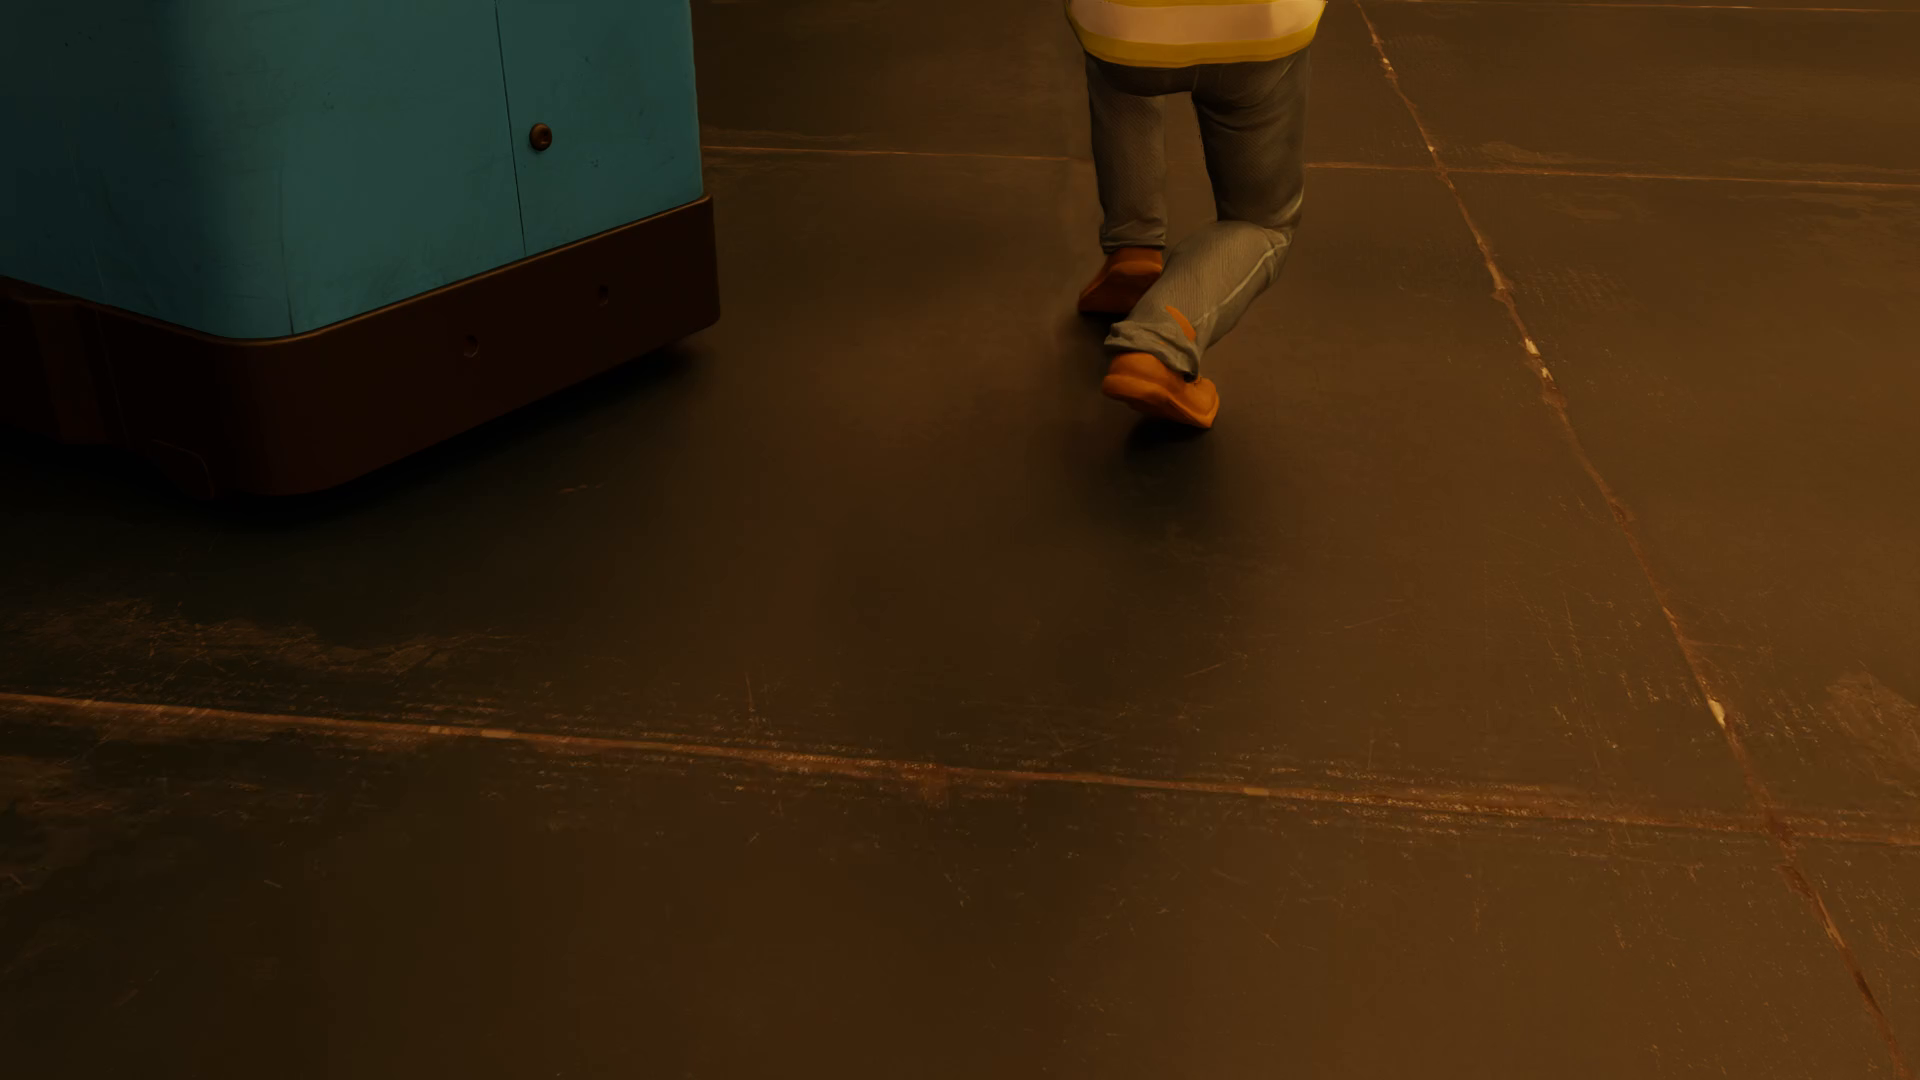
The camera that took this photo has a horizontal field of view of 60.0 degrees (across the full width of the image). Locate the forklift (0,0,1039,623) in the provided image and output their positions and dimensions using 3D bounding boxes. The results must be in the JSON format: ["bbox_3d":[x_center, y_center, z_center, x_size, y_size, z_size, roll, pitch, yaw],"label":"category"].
[{"bbox_3d":[-1.389,-1.686,2.595,3.031,2.935,1.130,16,31,29],"label":"forklift"}]

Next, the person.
[{"bbox_3d":[0.838,-1.630,3.908,0.753,1.713,0.753,-9,28,-17],"label":"person"}]
